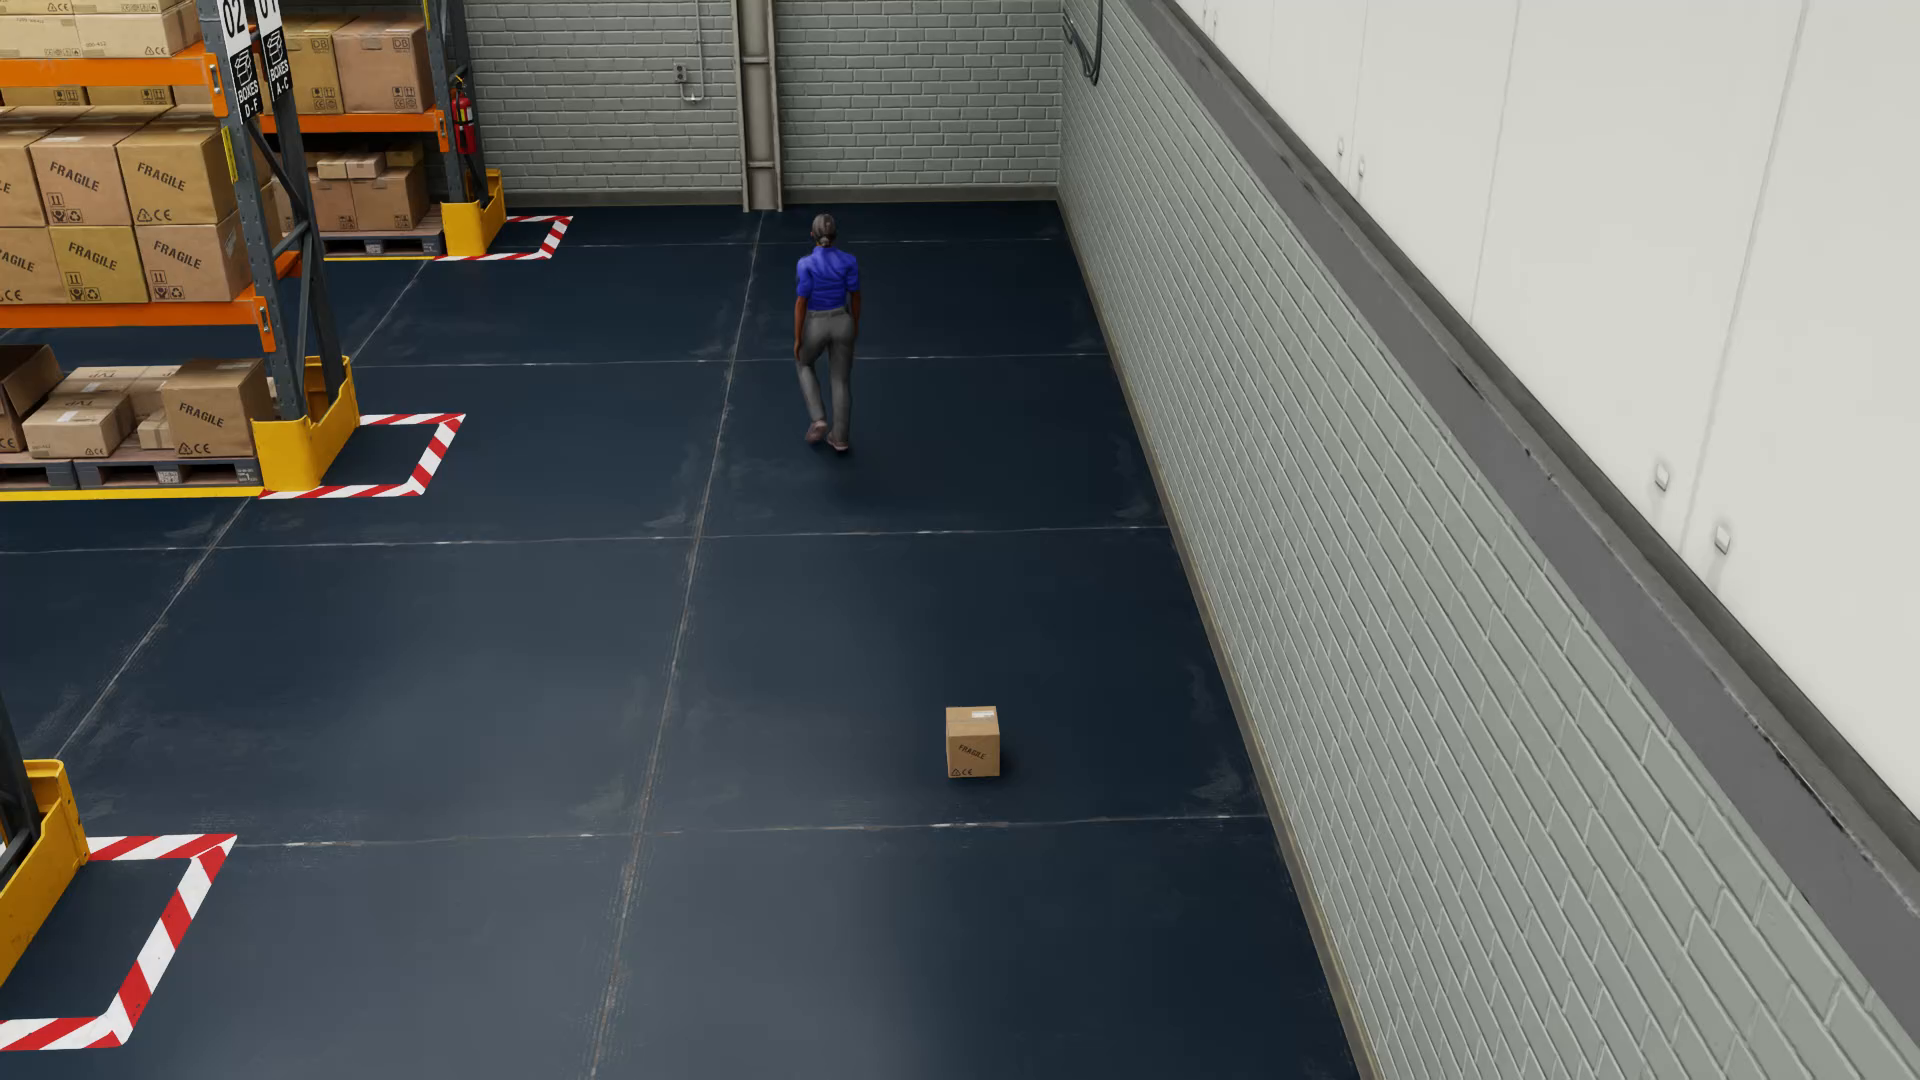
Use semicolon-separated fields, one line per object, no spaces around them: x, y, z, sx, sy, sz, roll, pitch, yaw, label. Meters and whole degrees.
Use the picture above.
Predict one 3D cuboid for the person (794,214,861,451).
-0.909;-1.409;11.298;0.492;1.695;0.488;-7;29;-14;person
